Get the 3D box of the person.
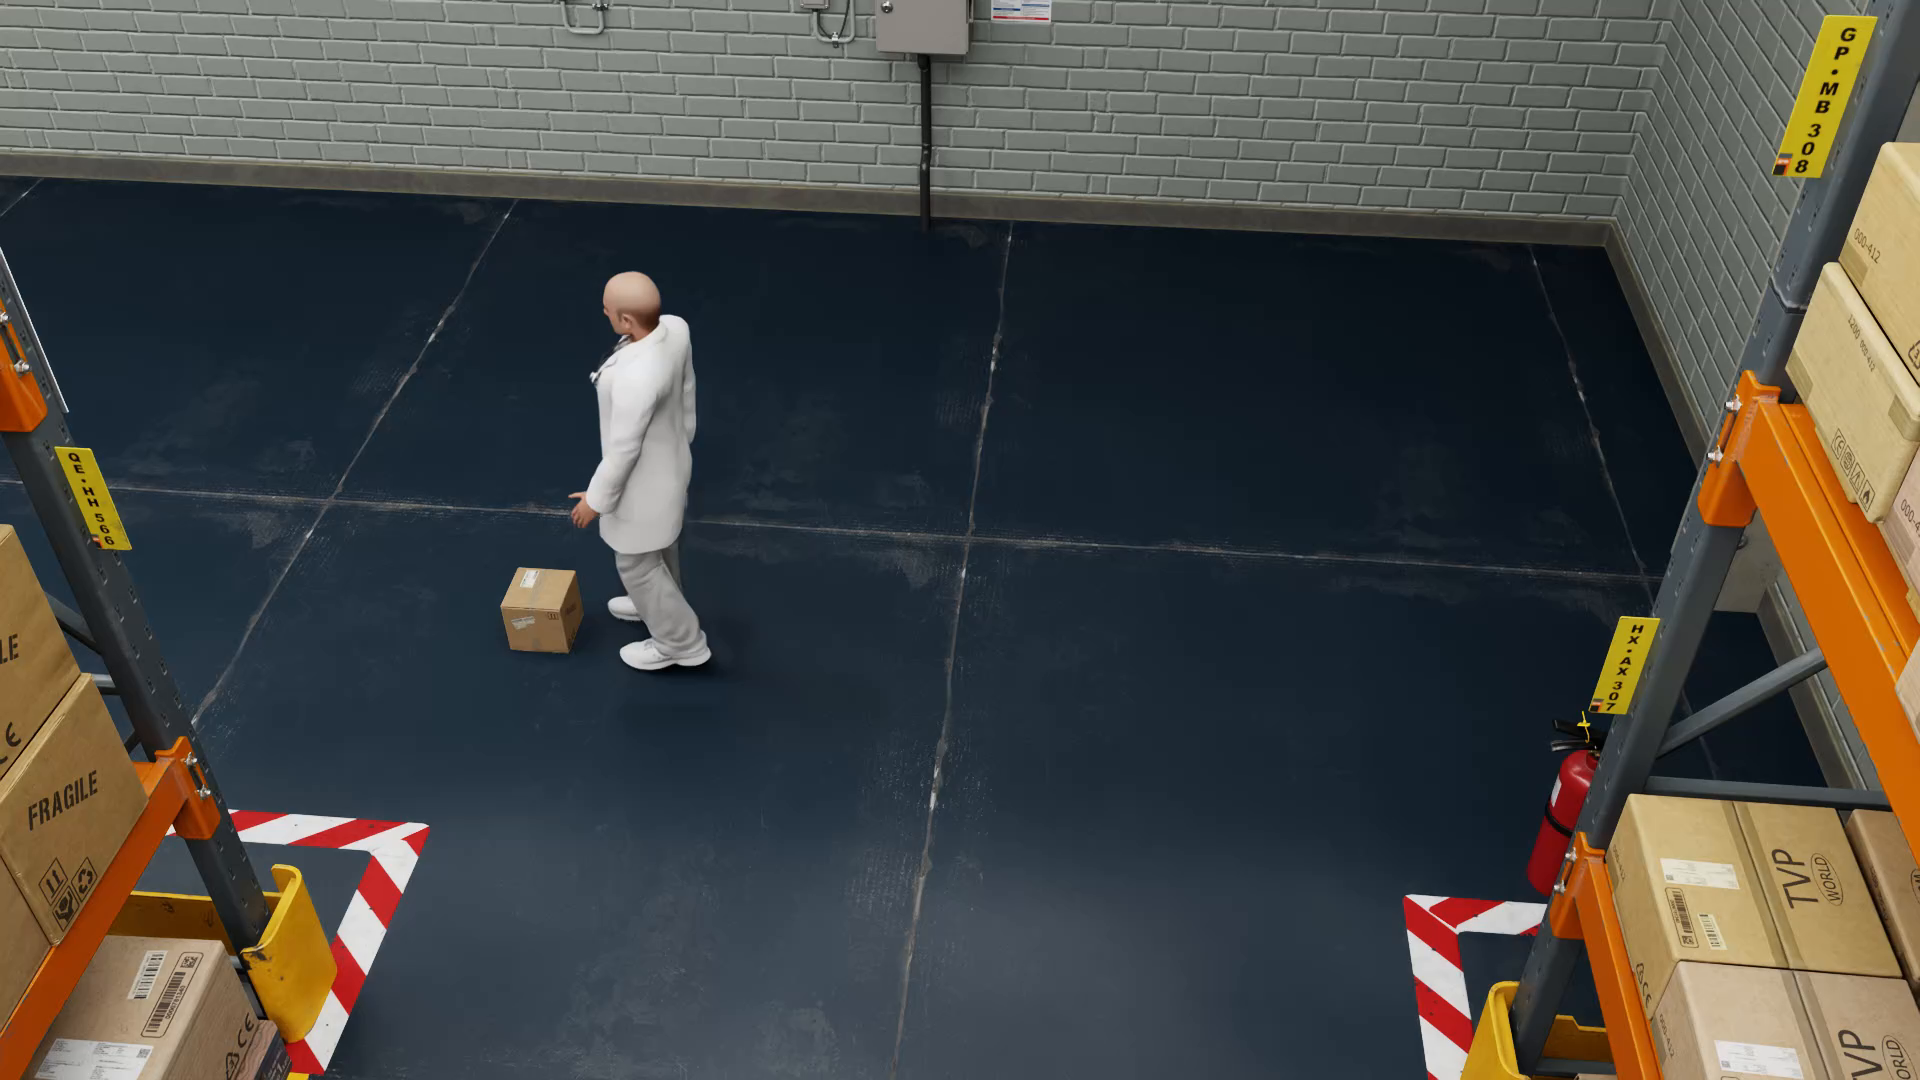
[{"bbox_3d":[-1.282,-0.259,6.462,0.540,1.791,0.629,6,40,7],"label":"person"}]
